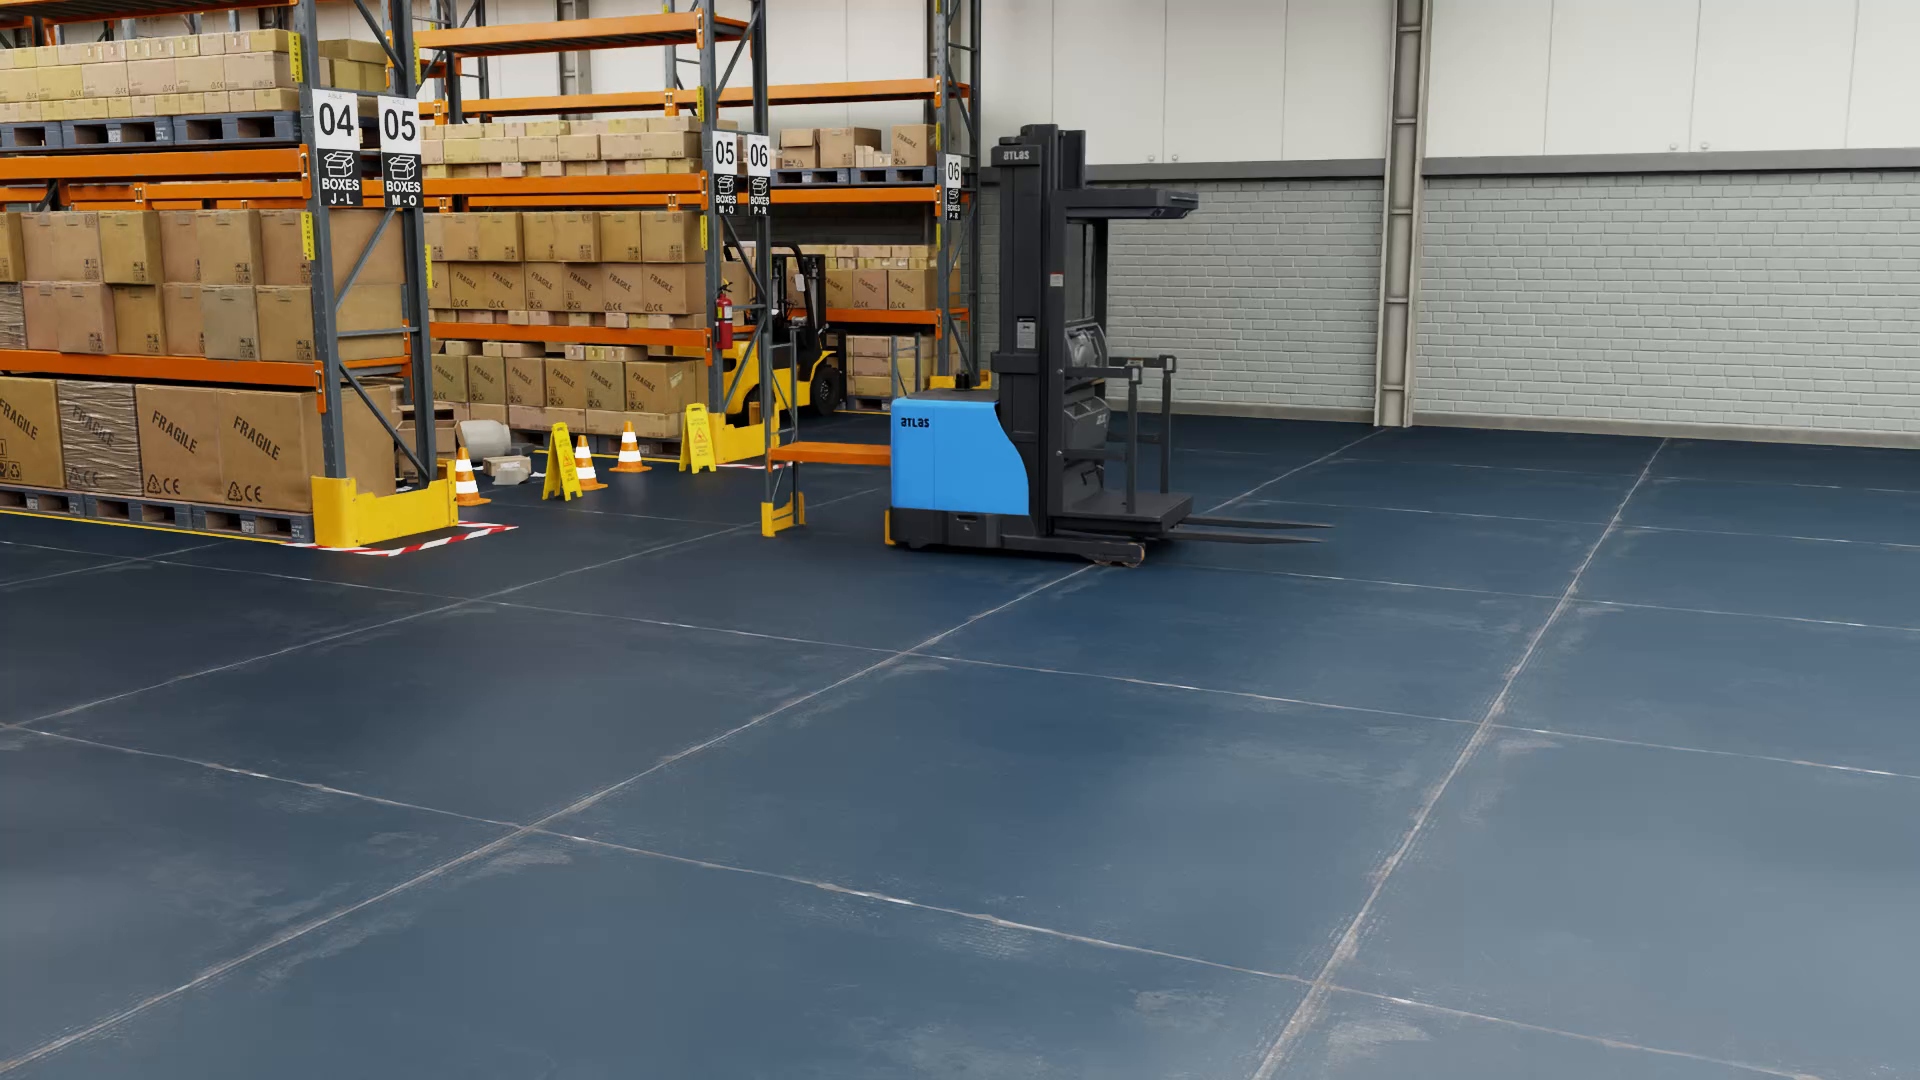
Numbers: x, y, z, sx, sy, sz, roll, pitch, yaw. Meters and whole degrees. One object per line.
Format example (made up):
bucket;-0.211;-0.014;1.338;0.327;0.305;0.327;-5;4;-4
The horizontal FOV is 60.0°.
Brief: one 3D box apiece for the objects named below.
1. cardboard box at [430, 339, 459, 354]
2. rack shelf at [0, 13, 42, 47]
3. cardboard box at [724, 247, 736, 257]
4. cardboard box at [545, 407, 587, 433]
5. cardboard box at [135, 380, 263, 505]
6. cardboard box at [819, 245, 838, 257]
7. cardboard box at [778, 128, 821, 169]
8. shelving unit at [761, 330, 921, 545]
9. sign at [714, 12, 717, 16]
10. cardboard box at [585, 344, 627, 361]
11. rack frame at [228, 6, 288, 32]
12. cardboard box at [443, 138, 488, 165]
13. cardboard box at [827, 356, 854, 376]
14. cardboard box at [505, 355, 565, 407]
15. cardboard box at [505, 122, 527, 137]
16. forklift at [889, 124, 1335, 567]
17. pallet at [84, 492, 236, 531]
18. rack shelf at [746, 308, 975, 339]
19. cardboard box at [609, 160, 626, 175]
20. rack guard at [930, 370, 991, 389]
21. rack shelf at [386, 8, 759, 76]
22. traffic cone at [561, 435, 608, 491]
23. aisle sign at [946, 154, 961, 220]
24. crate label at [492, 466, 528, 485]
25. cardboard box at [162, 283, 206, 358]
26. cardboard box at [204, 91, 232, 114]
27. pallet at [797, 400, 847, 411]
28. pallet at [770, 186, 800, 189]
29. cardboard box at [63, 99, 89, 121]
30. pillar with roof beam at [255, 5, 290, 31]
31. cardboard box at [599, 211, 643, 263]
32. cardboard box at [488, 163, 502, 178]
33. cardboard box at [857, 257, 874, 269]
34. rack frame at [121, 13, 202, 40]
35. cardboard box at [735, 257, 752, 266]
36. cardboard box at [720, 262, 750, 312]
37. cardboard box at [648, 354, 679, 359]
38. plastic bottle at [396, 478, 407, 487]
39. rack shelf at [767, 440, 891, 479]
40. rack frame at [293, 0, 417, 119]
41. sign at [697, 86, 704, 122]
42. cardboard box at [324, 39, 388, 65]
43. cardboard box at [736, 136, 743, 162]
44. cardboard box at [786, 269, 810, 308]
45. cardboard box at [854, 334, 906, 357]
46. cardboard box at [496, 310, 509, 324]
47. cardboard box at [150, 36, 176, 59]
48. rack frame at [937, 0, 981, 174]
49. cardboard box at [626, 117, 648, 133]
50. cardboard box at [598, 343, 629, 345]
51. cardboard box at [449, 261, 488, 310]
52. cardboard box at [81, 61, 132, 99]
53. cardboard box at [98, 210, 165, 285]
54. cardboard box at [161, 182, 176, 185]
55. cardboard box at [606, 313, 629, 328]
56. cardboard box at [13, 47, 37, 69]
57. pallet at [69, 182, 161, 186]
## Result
cardboard box;-7.657;-2.719;24.672;0.500;0.500;0.500;5;12;27
rack shelf;-9.682;-4.396;14.393;4.000;0.370;1.077;5;11;26
cardboard box;-2.934;-3.846;22.120;0.250;0.149;0.380;5;11;25
cardboard box;-3.978;-1.277;17.405;0.500;0.250;0.500;5;11;24
cardboard box;-5.728;-0.795;12.986;0.875;0.875;0.875;5;11;25
cardboard box;-1.612;-3.707;21.354;0.250;0.149;0.380;5;12;27
cardboard box;-1.895;-5.041;21.487;0.637;0.503;0.797;5;12;28
shelving unit;-0.875;-0.783;12.343;1.083;1.500;0.587;4;11;20
sign;-3.328;-7.005;22.599;0.005;0.325;0.100;5;11;26
cardboard box;-3.618;-1.922;17.042;0.250;0.149;0.380;5;12;27
rack frame;-10.770;-7.011;25.700;0.127;3.000;1.000;5;11;26
cardboard box;-5.049;-4.066;17.439;0.500;0.250;0.500;5;11;25
cardboard box;-1.501;-2.280;21.543;0.500;0.250;0.500;5;11;25
cardboard box;-4.429;-1.687;17.565;0.500;0.500;0.500;6;12;29
cardboard box;-4.458;-4.209;17.110;0.250;0.149;0.380;5;11;25
forklift;1.069;-1.364;11.536;3.031;2.935;1.130;4;11;20
pallet;-6.143;-0.296;13.275;1.213;0.211;1.003;5;11;26
rack shelf;-1.802;-2.917;21.944;4.000;0.370;1.077;5;11;26
cardboard box;-3.304;-3.727;16.686;0.250;0.149;0.380;5;11;26
rack guard;0.013;-1.881;21.222;0.348;0.500;1.175;5;11;26
rack shelf;-3.995;-5.074;17.029;4.000;0.370;1.077;5;11;26
traffic cone;-3.344;-0.696;14.775;0.334;0.463;0.336;5;11;26
aisle sign;-0.080;-4.340;20.490;0.004;0.787;0.394;5;11;26
crate label;-4.077;-0.587;15.092;0.298;0.136;0.250;-1;10;-4
cardboard box;-5.603;-1.722;12.899;0.550;0.550;0.875;5;11;26
cardboard box;-5.205;-3.142;11.992;0.250;0.149;0.380;5;11;27
pallet;-1.803;-1.891;22.086;1.213;0.211;1.003;5;11;26
pallet;-2.819;-4.798;22.143;1.213;0.211;1.003;5;11;26
cardboard box;-6.569;-3.262;12.655;0.250;0.149;0.380;5;11;26
pillar with roof beam;-12.900;-6.522;23.000;0.400;9.000;9.100;5;11;26
cardboard box;-3.207;-3.054;16.760;0.500;0.500;0.700;5;11;26
cardboard box;-4.695;-3.844;17.328;0.250;0.149;0.380;5;11;24
cardboard box;-1.109;-3.531;21.217;0.250;0.149;0.380;5;11;25
rack frame;-9.376;-5.903;19.577;0.127;3.000;1.000;5;11;26
cardboard box;-2.759;-3.662;21.940;0.250;0.149;0.380;5;12;27
cardboard box;-2.504;-2.597;17.043;0.500;0.500;0.500;5;11;25
cardboard box;-3.295;-1.693;17.597;0.500;0.500;0.500;5;11;24
plastic bottle;-5.122;-0.518;14.919;0.283;0.061;0.133;1;10;6
rack shelf;-0.866;-0.605;12.372;1.000;0.185;0.538;4;11;20
rack frame;-4.301;-4.474;11.681;0.127;3.000;1.000;5;11;26
sign;-2.465;-4.145;15.801;0.005;0.325;0.100;5;11;26
cardboard box;-4.460;-3.599;12.280;0.250;0.149;0.380;5;11;26
cardboard box;-2.534;-3.951;16.801;0.500;0.250;0.500;5;11;25
cardboard box;-1.943;-3.280;21.649;0.500;0.500;0.500;5;11;26
cardboard box;-1.020;-2.485;21.270;0.500;0.250;0.500;5;12;27
cardboard box;-4.688;-2.367;17.592;0.250;0.149;0.380;5;11;26
cardboard box;-5.663;-3.575;12.144;0.250;0.149;0.380;5;11;26
rack frame;-0.008;-6.065;20.475;0.127;3.000;1.000;5;11;26
cardboard box;-3.087;-4.088;16.440;0.250;0.149;0.380;5;11;25
cardboard box;-4.761;-2.568;23.487;0.625;0.625;0.875;5;11;25
cardboard box;-5.057;-2.716;17.698;0.500;0.500;0.500;5;11;26
cardboard box;-6.214;-3.439;12.513;0.500;0.250;0.500;5;11;26
cardboard box;-6.126;-2.278;12.940;0.500;0.550;0.875;5;11;26
cardboard box;-9.168;-4.251;19.579;0.250;0.149;0.380;5;11;26
cardboard box;-3.372;-2.233;16.852;0.250;0.149;0.380;5;12;27
cardboard box;-7.028;-3.695;12.806;0.250;0.149;0.380;5;11;25
pallet;-9.977;-4.376;20.094;1.003;0.211;1.213;6;12;28
